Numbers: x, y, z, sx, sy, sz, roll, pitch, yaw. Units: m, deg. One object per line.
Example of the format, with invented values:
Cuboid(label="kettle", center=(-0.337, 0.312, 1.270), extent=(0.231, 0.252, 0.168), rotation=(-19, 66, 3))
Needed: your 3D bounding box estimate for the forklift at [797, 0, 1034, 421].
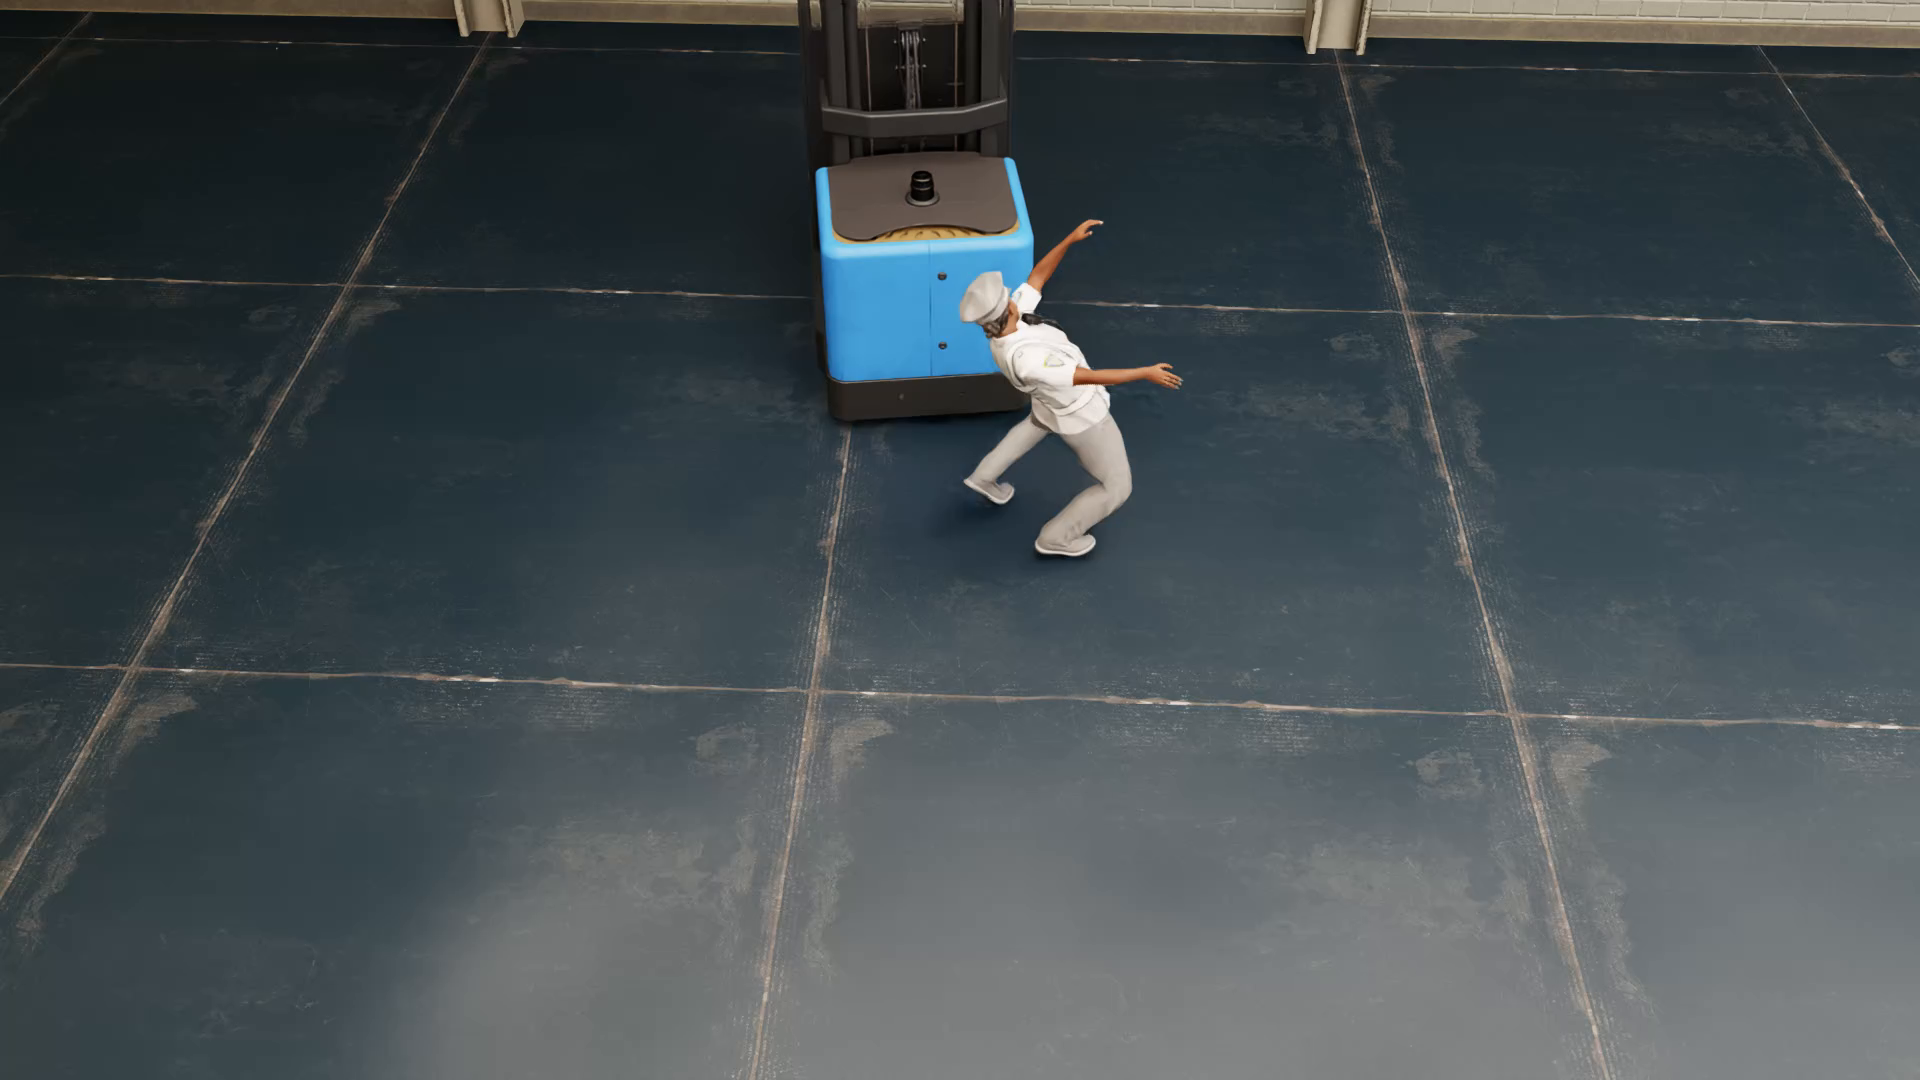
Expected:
Cuboid(label="forklift", center=(-0.298, -2.682, 8.681), extent=(1.130, 2.935, 3.031), rotation=(-4, 43, -4))

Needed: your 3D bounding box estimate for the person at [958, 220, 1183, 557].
Cuboid(label="person", center=(0.465, -0.526, 7.338), extent=(0.710, 1.540, 1.002), rotation=(-24, 48, -24))
